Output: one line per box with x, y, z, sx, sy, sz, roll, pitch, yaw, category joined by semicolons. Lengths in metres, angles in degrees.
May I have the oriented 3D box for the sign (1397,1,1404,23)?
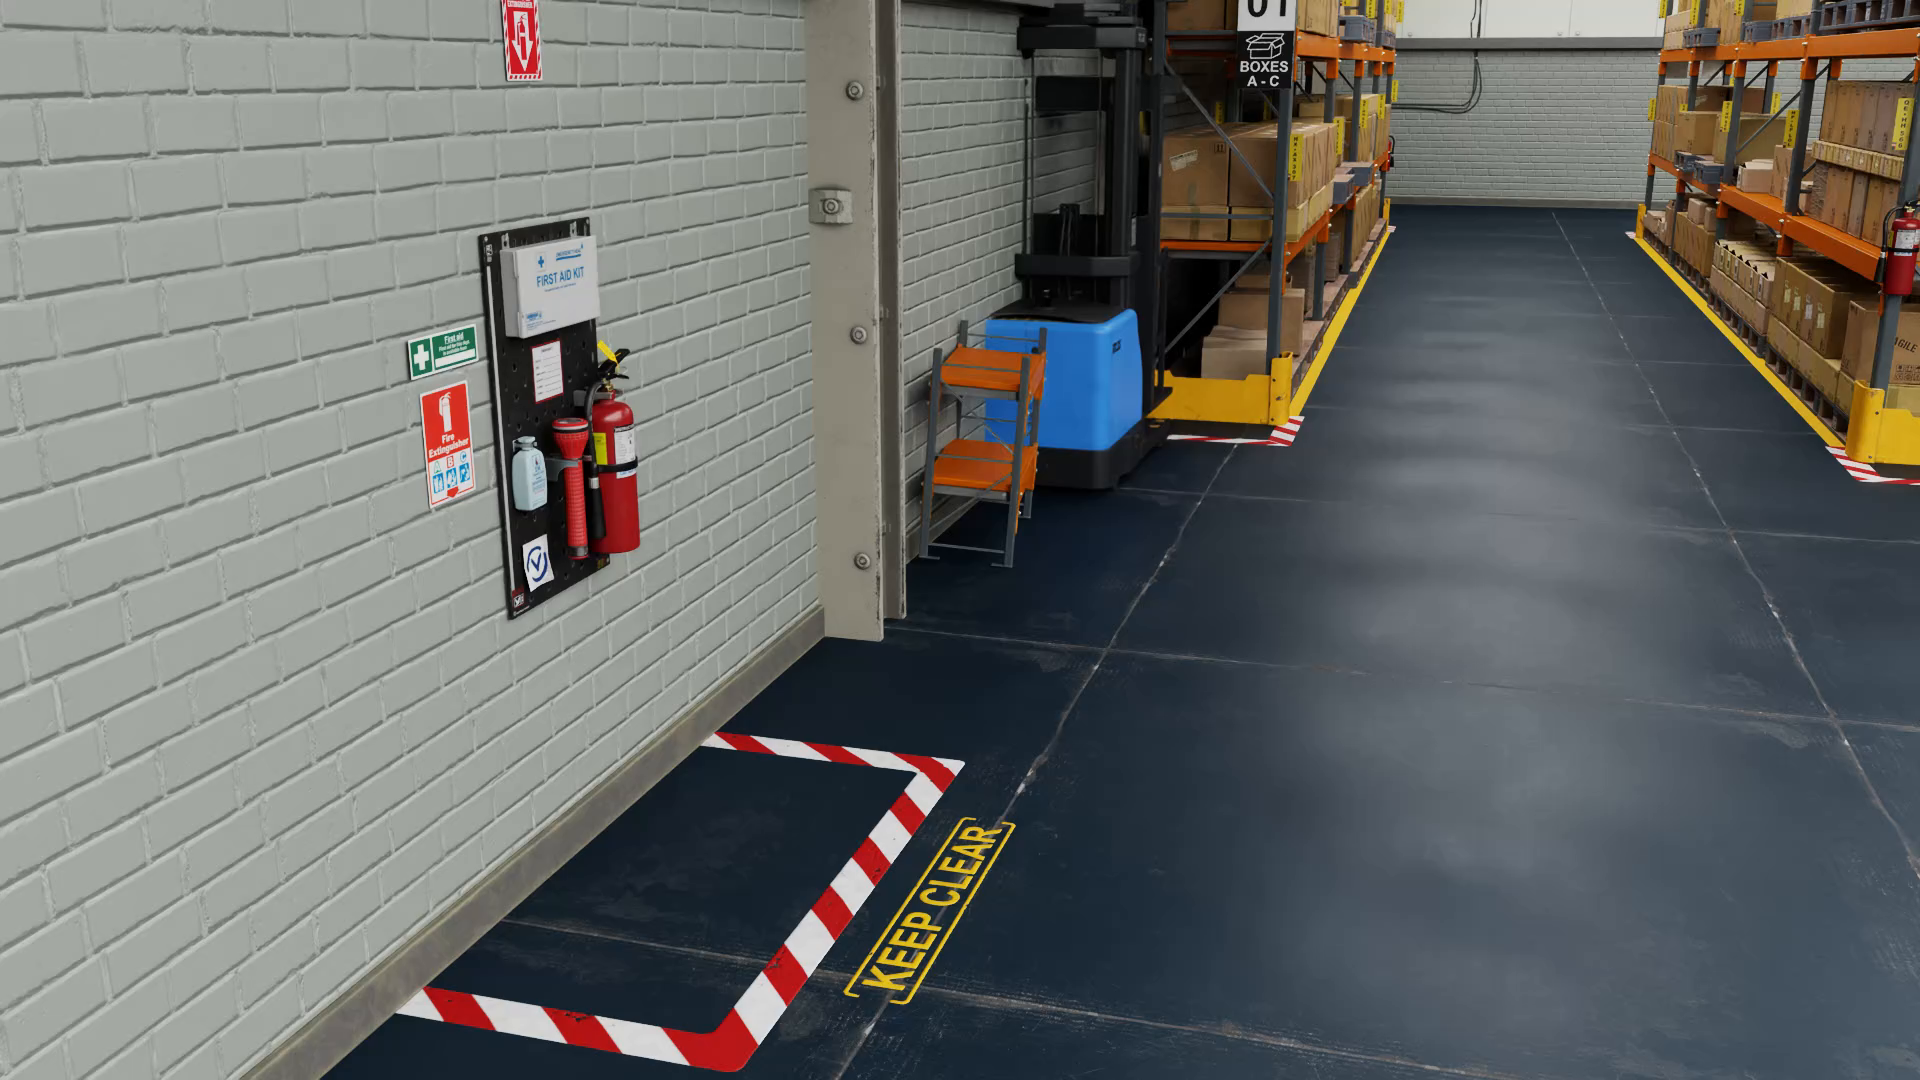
6.937;-8.329;26.222;0.100;0.325;0.005;5;16;16;sign

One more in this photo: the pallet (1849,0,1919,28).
7.195;-3.878;12.171;1.003;0.211;1.213;5;16;16;pallet

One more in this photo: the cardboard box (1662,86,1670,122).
10.504;-6.326;24.120;0.500;0.500;0.500;5;17;17;cardboard box

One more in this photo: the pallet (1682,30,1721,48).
9.782;-6.301;20.896;1.213;0.211;1.003;5;16;16;pallet

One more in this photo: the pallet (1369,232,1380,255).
5.575;-4.349;24.274;1.003;0.211;1.213;5;16;16;pallet

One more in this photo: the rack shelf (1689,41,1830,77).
9.466;-5.688;19.706;1.077;0.370;4.000;5;16;16;rack shelf

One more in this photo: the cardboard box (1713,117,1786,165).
8.969;-4.491;18.714;0.700;0.500;0.500;-1;16;-3;cardboard box

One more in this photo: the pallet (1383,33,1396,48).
6.220;-7.749;25.818;1.003;0.211;1.213;5;16;16;pallet

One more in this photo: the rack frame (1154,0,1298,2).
1.874;-5.244;11.326;1.000;3.000;0.127;5;16;16;rack frame

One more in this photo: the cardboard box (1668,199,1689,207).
10.563;-4.617;23.877;0.797;0.503;0.637;5;16;16;cardboard box

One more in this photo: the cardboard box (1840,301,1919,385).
6.491;-1.378;11.585;0.500;0.500;0.500;5;16;16;cardboard box

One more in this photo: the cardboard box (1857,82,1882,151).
7.213;-3.183;12.493;0.700;0.500;0.500;5;16;16;cardboard box

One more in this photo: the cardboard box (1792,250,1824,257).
8.697;-2.792;16.918;0.500;0.311;0.500;5;16;16;cardboard box

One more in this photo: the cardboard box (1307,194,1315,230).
2.601;-2.668;13.477;0.500;0.250;0.500;4;16;15;cardboard box

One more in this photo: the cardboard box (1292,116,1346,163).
4.023;-4.587;19.014;0.700;0.500;0.500;3;16;9;cardboard box

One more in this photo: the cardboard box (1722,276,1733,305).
8.183;-2.564;17.143;0.500;0.250;0.500;4;16;14;cardboard box

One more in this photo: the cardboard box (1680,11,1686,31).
10.202;-7.135;22.849;0.500;0.250;0.500;5;16;16;cardboard box

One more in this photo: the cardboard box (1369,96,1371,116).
4.953;-5.517;21.143;0.500;0.250;0.500;4;16;15;cardboard box

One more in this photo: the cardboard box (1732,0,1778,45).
8.989;-5.675;18.161;0.910;0.500;0.500;5;16;16;cardboard box

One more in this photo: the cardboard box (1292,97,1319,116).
4.028;-5.151;19.854;0.500;0.250;0.500;5;17;17;cardboard box

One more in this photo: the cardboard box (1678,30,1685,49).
10.204;-6.894;22.917;0.500;0.250;0.500;5;16;16;cardboard box

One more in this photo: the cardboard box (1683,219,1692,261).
9.373;-3.745;20.810;0.500;0.500;0.500;5;17;17;cardboard box

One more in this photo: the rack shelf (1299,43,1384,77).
4.716;-6.071;21.057;1.077;0.370;4.000;5;16;16;rack shelf

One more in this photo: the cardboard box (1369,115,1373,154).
5.108;-5.293;21.727;0.500;0.500;0.500;5;16;16;cardboard box

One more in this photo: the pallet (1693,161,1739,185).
9.023;-4.158;18.843;1.213;0.211;1.003;5;16;16;pallet

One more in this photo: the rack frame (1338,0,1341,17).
3.011;-6.290;15.016;1.000;3.000;0.127;5;16;16;rack frame

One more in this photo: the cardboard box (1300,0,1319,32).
2.395;-4.064;12.445;0.500;0.500;0.500;6;17;20;cardboard box

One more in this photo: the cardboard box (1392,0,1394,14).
6.181;-8.046;24.649;0.500;0.500;0.500;4;16;13;cardboard box

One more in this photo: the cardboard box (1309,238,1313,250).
3.470;-3.220;17.584;0.500;0.250;0.500;4;16;14;cardboard box

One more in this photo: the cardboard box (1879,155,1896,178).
6.769;-2.651;11.805;0.380;0.149;0.250;5;17;17;cardboard box

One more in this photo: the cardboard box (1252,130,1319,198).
2.600;-3.021;13.346;0.500;0.500;0.500;4;16;14;cardboard box

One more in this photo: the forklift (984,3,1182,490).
0.857;-2.078;11.283;1.130;2.935;3.031;5;17;17;forklift

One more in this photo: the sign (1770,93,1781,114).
10.568;-5.629;21.556;0.100;0.325;0.005;5;16;16;sign

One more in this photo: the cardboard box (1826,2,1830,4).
8.099;-4.898;15.110;0.500;0.250;0.500;3;16;10;cardboard box

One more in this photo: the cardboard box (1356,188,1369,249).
4.974;-4.252;21.993;0.750;0.750;0.750;5;17;18;cardboard box

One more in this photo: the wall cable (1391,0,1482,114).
8.371;-9.388;31.627;3.097;2.526;0.112;5;16;16;wall cable

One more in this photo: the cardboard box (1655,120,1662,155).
10.651;-5.978;24.724;0.500;0.500;0.500;4;16;15;cardboard box

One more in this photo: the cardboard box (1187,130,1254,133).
2.099;-3.062;13.493;0.500;0.500;0.500;4;16;14;cardboard box

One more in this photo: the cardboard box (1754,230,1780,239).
9.444;-3.311;19.280;0.500;0.500;0.500;4;16;14;cardboard box

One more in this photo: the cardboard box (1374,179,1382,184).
6.456;-5.617;26.257;0.380;0.149;0.250;4;16;15;cardboard box

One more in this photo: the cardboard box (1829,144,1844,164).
7.283;-3.124;13.474;0.380;0.149;0.250;4;16;15;cardboard box

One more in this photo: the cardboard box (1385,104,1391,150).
6.285;-6.554;26.389;0.980;0.700;0.700;5;17;18;cardboard box

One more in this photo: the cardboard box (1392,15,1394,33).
6.320;-7.816;25.214;0.500;0.250;0.500;4;16;14;cardboard box

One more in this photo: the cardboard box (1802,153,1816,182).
8.145;-3.407;15.659;0.500;0.500;0.500;6;17;20;cardboard box

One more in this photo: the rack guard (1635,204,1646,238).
11.150;-4.938;25.823;1.175;0.500;0.348;5;16;16;rack guard

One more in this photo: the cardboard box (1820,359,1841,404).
6.624;-1.149;12.152;0.500;0.250;0.500;5;16;16;cardboard box

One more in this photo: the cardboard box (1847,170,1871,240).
7.207;-2.549;12.636;0.700;0.500;0.500;5;17;18;cardboard box

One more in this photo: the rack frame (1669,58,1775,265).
10.034;-5.114;21.862;1.000;3.000;0.127;5;16;16;rack frame

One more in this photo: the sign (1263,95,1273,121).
3.614;-5.050;19.514;0.100;0.325;0.005;5;16;16;sign

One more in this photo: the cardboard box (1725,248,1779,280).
8.179;-2.831;17.055;0.500;0.311;0.500;4;16;14;cardboard box

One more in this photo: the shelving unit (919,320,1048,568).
0.140;-0.558;9.170;0.538;1.125;1.048;6;16;6;shelving unit

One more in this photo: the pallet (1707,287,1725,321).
8.626;-2.514;17.805;1.003;0.211;1.213;5;16;16;pallet

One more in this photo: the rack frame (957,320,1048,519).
0.209;-0.695;9.655;0.500;1.125;0.032;6;16;6;rack frame
